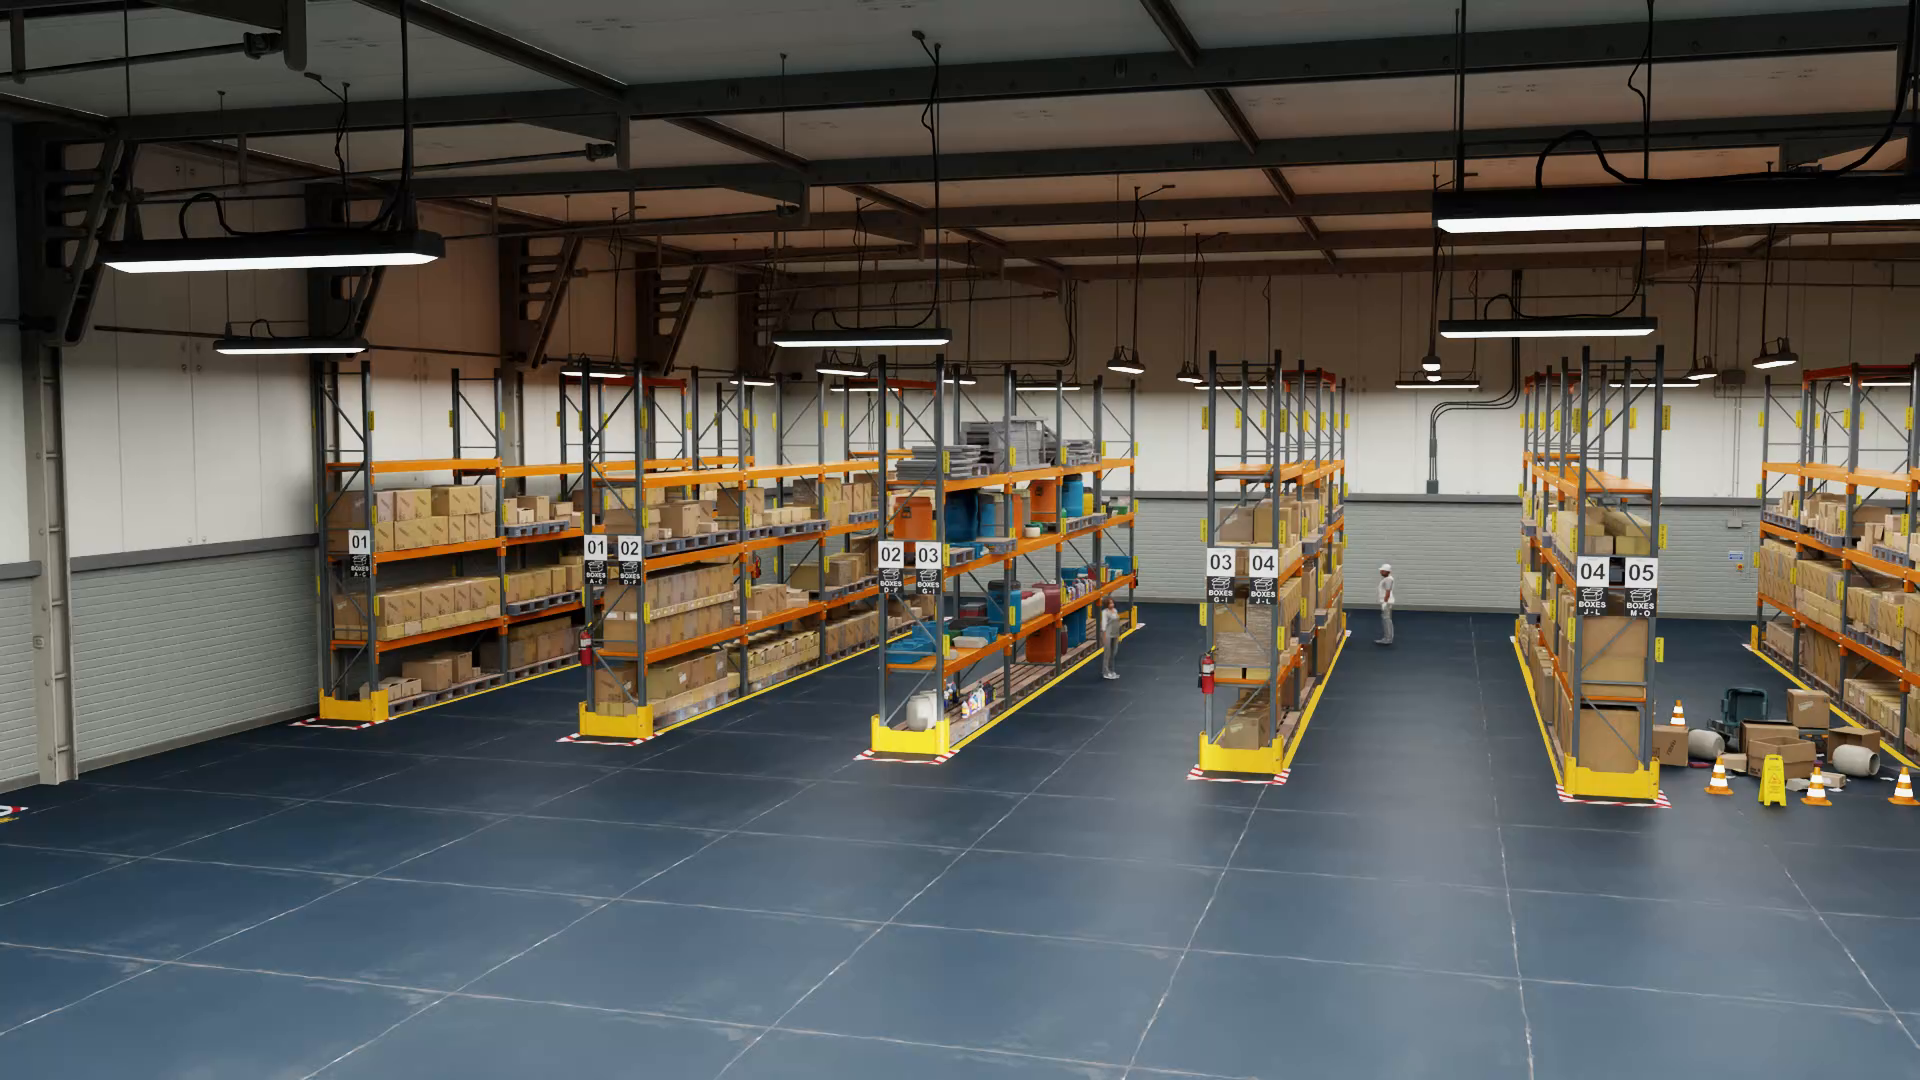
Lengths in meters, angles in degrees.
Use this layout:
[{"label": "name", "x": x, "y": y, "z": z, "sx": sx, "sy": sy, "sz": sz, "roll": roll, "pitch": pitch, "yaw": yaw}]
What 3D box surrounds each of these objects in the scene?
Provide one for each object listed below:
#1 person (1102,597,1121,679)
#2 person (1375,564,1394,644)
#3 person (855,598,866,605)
[{"label": "person", "x": 2.931, "y": 1.903, "z": 32.326, "sx": 0.467, "sy": 1.620, "sz": 0.341, "roll": -3, "pitch": 5, "yaw": -40}, {"label": "person", "x": 9.547, "y": 1.431, "z": 37.375, "sx": 0.393, "sy": 1.796, "sz": 0.647, "roll": 1, "pitch": 4, "yaw": 14}, {"label": "person", "x": -2.519, "y": 1.099, "z": 42.403, "sx": 0.519, "sy": 1.789, "sz": 0.606, "roll": 3, "pitch": 5, "yaw": 39}]
